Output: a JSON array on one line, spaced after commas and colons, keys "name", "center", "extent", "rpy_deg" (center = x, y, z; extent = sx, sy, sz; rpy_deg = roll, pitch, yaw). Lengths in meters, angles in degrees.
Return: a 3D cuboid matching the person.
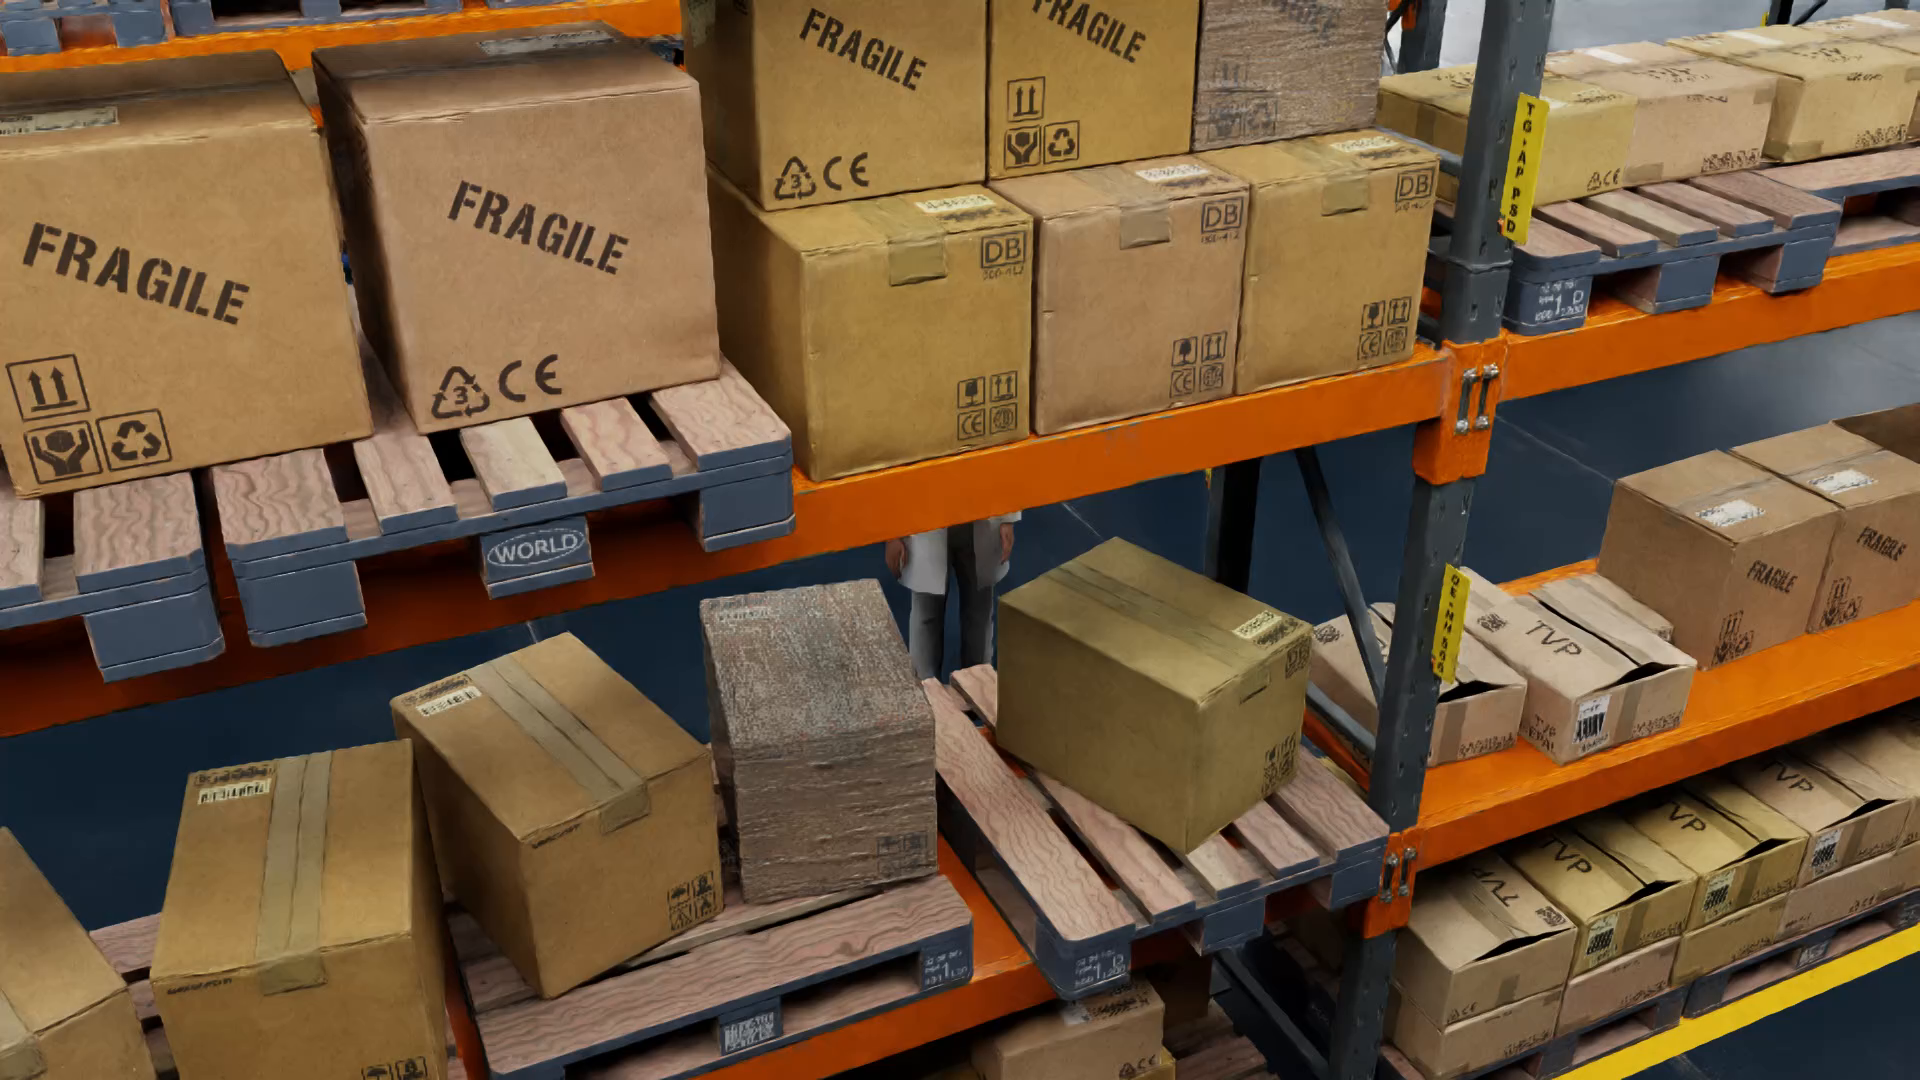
[{"name": "person", "center": [-0.029, 0.001, 7.128], "extent": [0.637, 1.826, 0.433], "rpy_deg": [-7, 30, -13]}]
